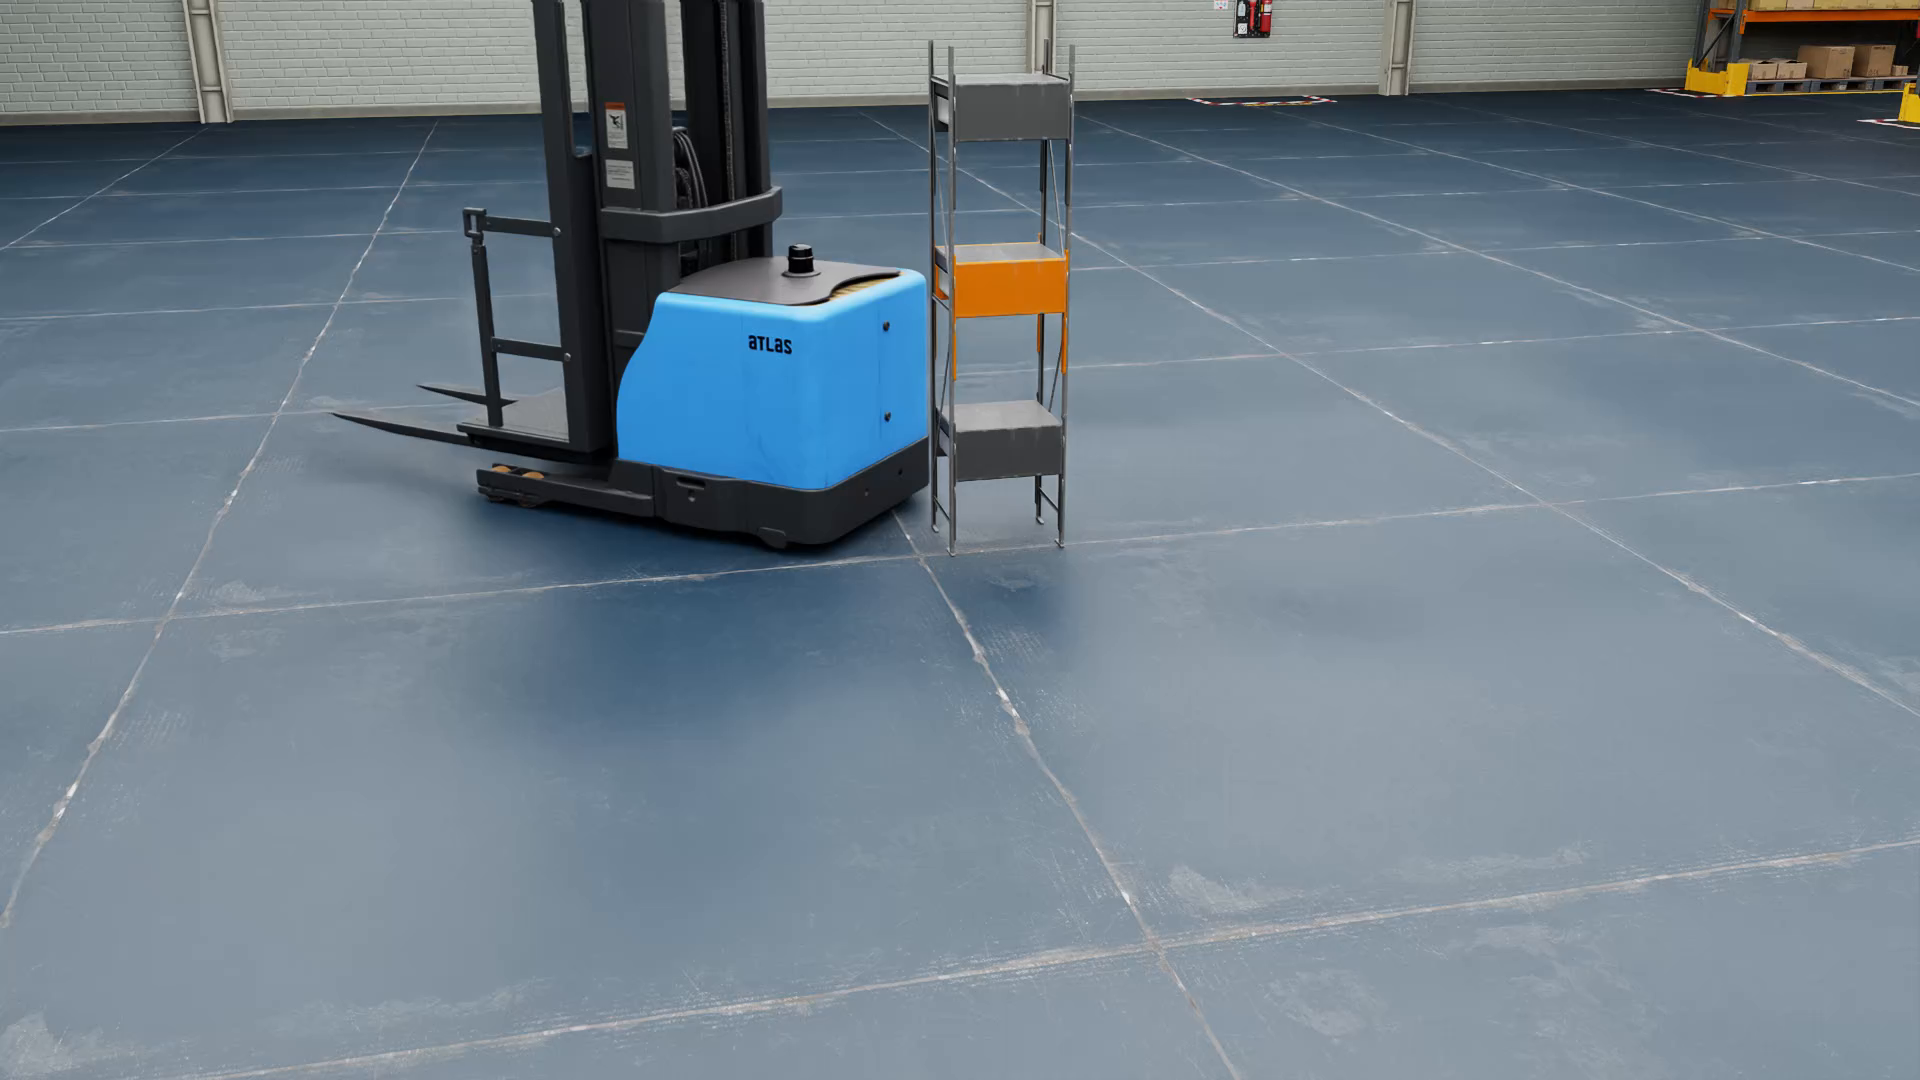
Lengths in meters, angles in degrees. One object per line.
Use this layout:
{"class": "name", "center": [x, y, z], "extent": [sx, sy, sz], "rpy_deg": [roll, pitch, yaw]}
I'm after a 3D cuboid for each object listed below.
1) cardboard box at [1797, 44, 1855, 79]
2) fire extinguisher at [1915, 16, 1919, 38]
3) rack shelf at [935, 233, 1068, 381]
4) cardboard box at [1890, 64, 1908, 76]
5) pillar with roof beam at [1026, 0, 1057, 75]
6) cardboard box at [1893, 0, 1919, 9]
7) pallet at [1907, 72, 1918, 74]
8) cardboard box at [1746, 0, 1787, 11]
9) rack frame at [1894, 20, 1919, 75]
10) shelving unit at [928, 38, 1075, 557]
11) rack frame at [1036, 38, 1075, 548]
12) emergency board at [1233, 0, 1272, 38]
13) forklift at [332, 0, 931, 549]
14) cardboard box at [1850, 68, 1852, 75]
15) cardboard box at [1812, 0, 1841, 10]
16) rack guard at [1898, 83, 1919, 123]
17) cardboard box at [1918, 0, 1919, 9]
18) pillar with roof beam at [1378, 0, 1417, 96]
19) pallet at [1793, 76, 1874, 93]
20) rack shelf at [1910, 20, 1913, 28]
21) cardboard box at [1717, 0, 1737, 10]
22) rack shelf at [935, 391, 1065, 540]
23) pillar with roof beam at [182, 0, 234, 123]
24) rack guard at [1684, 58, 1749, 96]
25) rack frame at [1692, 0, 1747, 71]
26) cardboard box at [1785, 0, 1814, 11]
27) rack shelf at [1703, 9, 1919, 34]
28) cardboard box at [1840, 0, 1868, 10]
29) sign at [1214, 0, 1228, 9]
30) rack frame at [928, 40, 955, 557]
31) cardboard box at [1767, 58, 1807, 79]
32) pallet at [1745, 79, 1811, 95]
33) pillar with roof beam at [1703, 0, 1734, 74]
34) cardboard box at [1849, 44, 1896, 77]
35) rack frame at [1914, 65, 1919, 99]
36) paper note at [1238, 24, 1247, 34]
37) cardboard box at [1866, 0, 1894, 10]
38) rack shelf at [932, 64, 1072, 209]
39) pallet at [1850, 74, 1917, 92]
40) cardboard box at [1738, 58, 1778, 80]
{"class": "cardboard box", "center": [14.423, -7.984, 27.743], "extent": [0.500, 0.500, 0.700], "rpy_deg": [-6, 21, -16]}
{"class": "fire extinguisher", "center": [13.371, -7.292, 22.972], "extent": [0.183, 0.674, 0.296], "rpy_deg": [-5, 21, -12]}
{"class": "rack shelf", "center": [0.161, -0.986, 6.994], "extent": [0.480, 0.518, 0.431], "rpy_deg": [-5, 21, -12]}
{"class": "cardboard box", "center": [15.828, -7.980, 28.219], "extent": [0.250, 0.166, 0.380], "rpy_deg": [-7, 21, -20]}
{"class": "pillar with roof beam", "center": [2.244, -9.611, 20.469], "extent": [0.400, 9.000, 9.100], "rpy_deg": [-5, 21, -12]}
{"class": "cardboard box", "center": [15.464, -8.920, 27.493], "extent": [0.500, 0.250, 0.500], "rpy_deg": [-5, 21, -12]}
{"class": "pallet", "center": [17.099, -7.909, 28.599], "extent": [1.213, 0.211, 1.003], "rpy_deg": [-5, 21, -12]}
{"class": "cardboard box", "center": [12.997, -8.711, 26.923], "extent": [0.500, 0.250, 0.500], "rpy_deg": [-5, 21, -14]}
{"class": "rack frame", "center": [16.342, -9.156, 27.950], "extent": [0.127, 3.000, 1.000], "rpy_deg": [-5, 21, -12]}
{"class": "shelving unit", "center": [0.161, -0.999, 6.989], "extent": [0.503, 2.100, 0.431], "rpy_deg": [-5, 21, -12]}
{"class": "rack frame", "center": [0.399, -1.018, 7.042], "extent": [0.015, 2.100, 0.400], "rpy_deg": [-5, 21, -12]}
{"class": "emergency board", "center": [4.679, -8.527, 26.232], "extent": [0.643, 1.169, 0.194], "rpy_deg": [-5, 21, -12]}
{"class": "forklift", "center": [-1.687, -1.675, 7.625], "extent": [3.031, 2.935, 1.130], "rpy_deg": [10, 22, 25]}
{"class": "cardboard box", "center": [14.781, -7.905, 28.037], "extent": [0.250, 0.149, 0.380], "rpy_deg": [-6, 21, -17]}
{"class": "cardboard box", "center": [13.996, -8.795, 27.153], "extent": [0.500, 0.250, 0.500], "rpy_deg": [-5, 21, -13]}
{"class": "rack guard", "center": [13.569, -6.006, 22.985], "extent": [0.348, 0.500, 1.175], "rpy_deg": [-5, 21, -12]}
{"class": "cardboard box", "center": [15.951, -8.956, 27.593], "extent": [0.500, 0.250, 0.500], "rpy_deg": [-5, 21, -12]}
{"class": "pillar with roof beam", "center": [8.083, -10.086, 21.765], "extent": [0.400, 9.000, 9.100], "rpy_deg": [-5, 21, -12]}
{"class": "pallet", "center": [14.507, -7.684, 27.985], "extent": [1.213, 0.211, 1.003], "rpy_deg": [-5, 21, -12]}
{"class": "rack shelf", "center": [18.288, -8.977, 28.506], "extent": [4.000, 0.370, 1.077], "rpy_deg": [-5, 21, -12]}
{"class": "cardboard box", "center": [12.859, -8.881, 27.386], "extent": [0.500, 0.250, 0.500], "rpy_deg": [-4, 21, -12]}
{"class": "rack shelf", "center": [0.161, -0.329, 7.235], "extent": [0.480, 0.518, 0.431], "rpy_deg": [-5, 21, -12]}
{"class": "pillar with roof beam", "center": [-9.434, -8.661, 17.876], "extent": [0.400, 9.000, 9.100], "rpy_deg": [-5, 21, -12]}
{"class": "rack guard", "center": [12.523, -7.672, 27.532], "extent": [0.348, 0.500, 1.175], "rpy_deg": [-5, 21, -12]}
{"class": "rack frame", "center": [12.449, -8.840, 27.086], "extent": [0.127, 3.000, 1.000], "rpy_deg": [-5, 21, -12]}
{"class": "cardboard box", "center": [13.499, -8.757, 27.049], "extent": [0.500, 0.250, 0.500], "rpy_deg": [-5, 21, -14]}
{"class": "rack shelf", "center": [14.396, -8.660, 27.642], "extent": [4.000, 0.370, 1.077], "rpy_deg": [-5, 21, -12]}
{"class": "cardboard box", "center": [14.489, -8.835, 27.260], "extent": [0.500, 0.250, 0.500], "rpy_deg": [-4, 21, -12]}
{"class": "sign", "center": [4.117, -8.535, 26.200], "extent": [0.234, 0.329, 0.001], "rpy_deg": [-5, 21, -12]}
{"class": "rack frame", "center": [-0.076, -0.980, 6.936], "extent": [0.015, 2.100, 0.400], "rpy_deg": [-5, 21, -12]}
{"class": "cardboard box", "center": [13.698, -7.854, 27.663], "extent": [0.500, 0.311, 0.500], "rpy_deg": [-3, 20, -8]}
{"class": "pallet", "center": [13.322, -7.589, 27.725], "extent": [1.213, 0.211, 1.003], "rpy_deg": [-5, 21, -12]}
{"class": "pillar with roof beam", "center": [13.922, -10.561, 23.062], "extent": [0.400, 9.000, 9.100], "rpy_deg": [-5, 21, -12]}
{"class": "cardboard box", "center": [15.341, -8.094, 28.043], "extent": [0.500, 0.500, 0.500], "rpy_deg": [-6, 21, -17]}
{"class": "rack frame", "center": [13.593, -7.182, 22.560], "extent": [0.127, 3.000, 1.000], "rpy_deg": [-5, 21, -12]}
{"class": "paper note", "center": [4.491, -8.123, 26.408], "extent": [0.142, 0.148, 0.016], "rpy_deg": [-5, 21, -12]}
{"class": "cardboard box", "center": [14.978, -8.875, 27.370], "extent": [0.500, 0.250, 0.500], "rpy_deg": [-5, 21, -13]}
{"class": "rack shelf", "center": [0.161, -1.644, 6.753], "extent": [0.480, 0.518, 0.431], "rpy_deg": [-5, 21, -12]}
{"class": "pallet", "center": [15.696, -7.782, 28.252], "extent": [1.213, 0.211, 1.003], "rpy_deg": [-5, 21, -12]}
{"class": "cardboard box", "center": [13.143, -7.809, 27.540], "extent": [0.500, 0.311, 0.500], "rpy_deg": [-7, 21, -19]}
